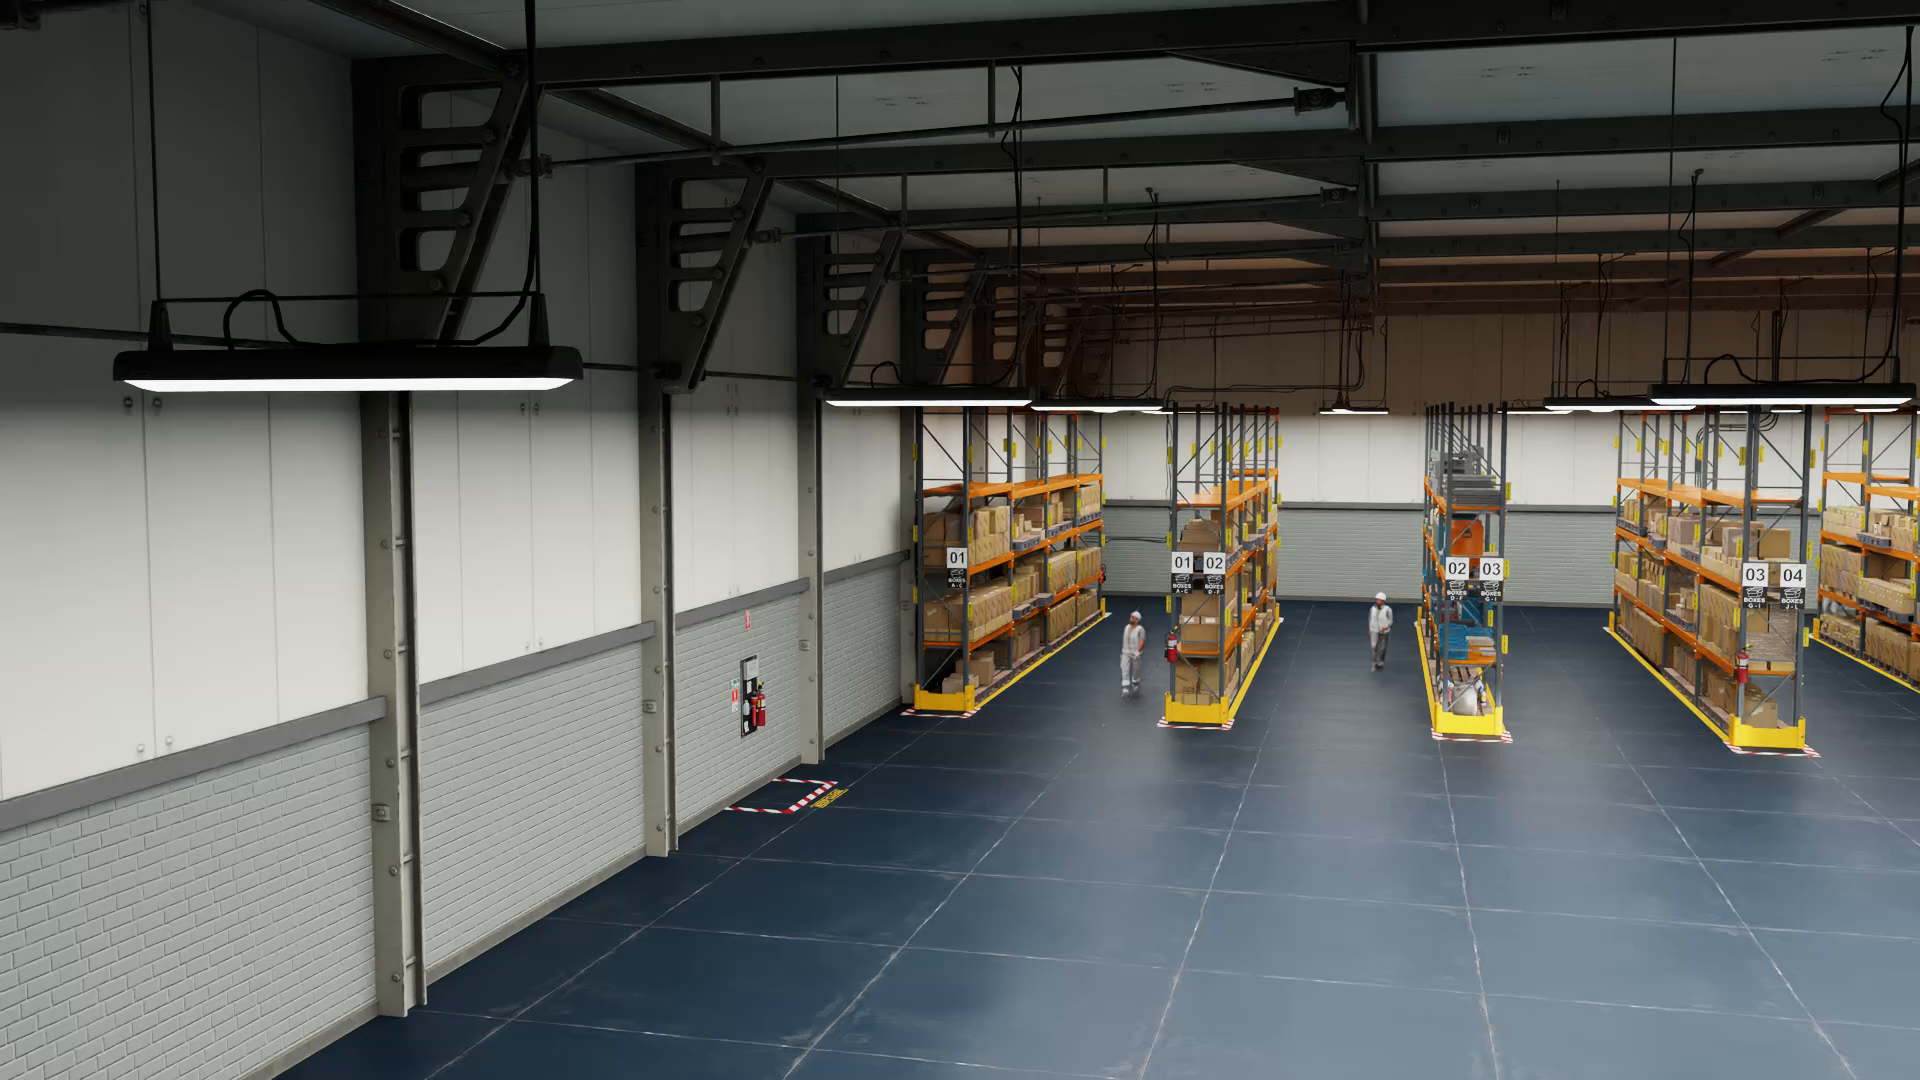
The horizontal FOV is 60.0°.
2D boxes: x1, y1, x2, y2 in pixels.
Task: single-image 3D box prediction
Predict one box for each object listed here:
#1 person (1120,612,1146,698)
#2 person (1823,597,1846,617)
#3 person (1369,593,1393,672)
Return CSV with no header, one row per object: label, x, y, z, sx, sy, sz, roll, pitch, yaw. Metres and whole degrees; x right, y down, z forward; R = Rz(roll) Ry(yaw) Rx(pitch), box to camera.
person,3.510,2.331,33.913,0.541,1.724,1.026,1,4,14
person,23.488,1.547,44.701,0.742,1.740,0.642,-2,4,-20
person,9.538,2.089,37.728,0.538,1.776,0.940,1,4,17
